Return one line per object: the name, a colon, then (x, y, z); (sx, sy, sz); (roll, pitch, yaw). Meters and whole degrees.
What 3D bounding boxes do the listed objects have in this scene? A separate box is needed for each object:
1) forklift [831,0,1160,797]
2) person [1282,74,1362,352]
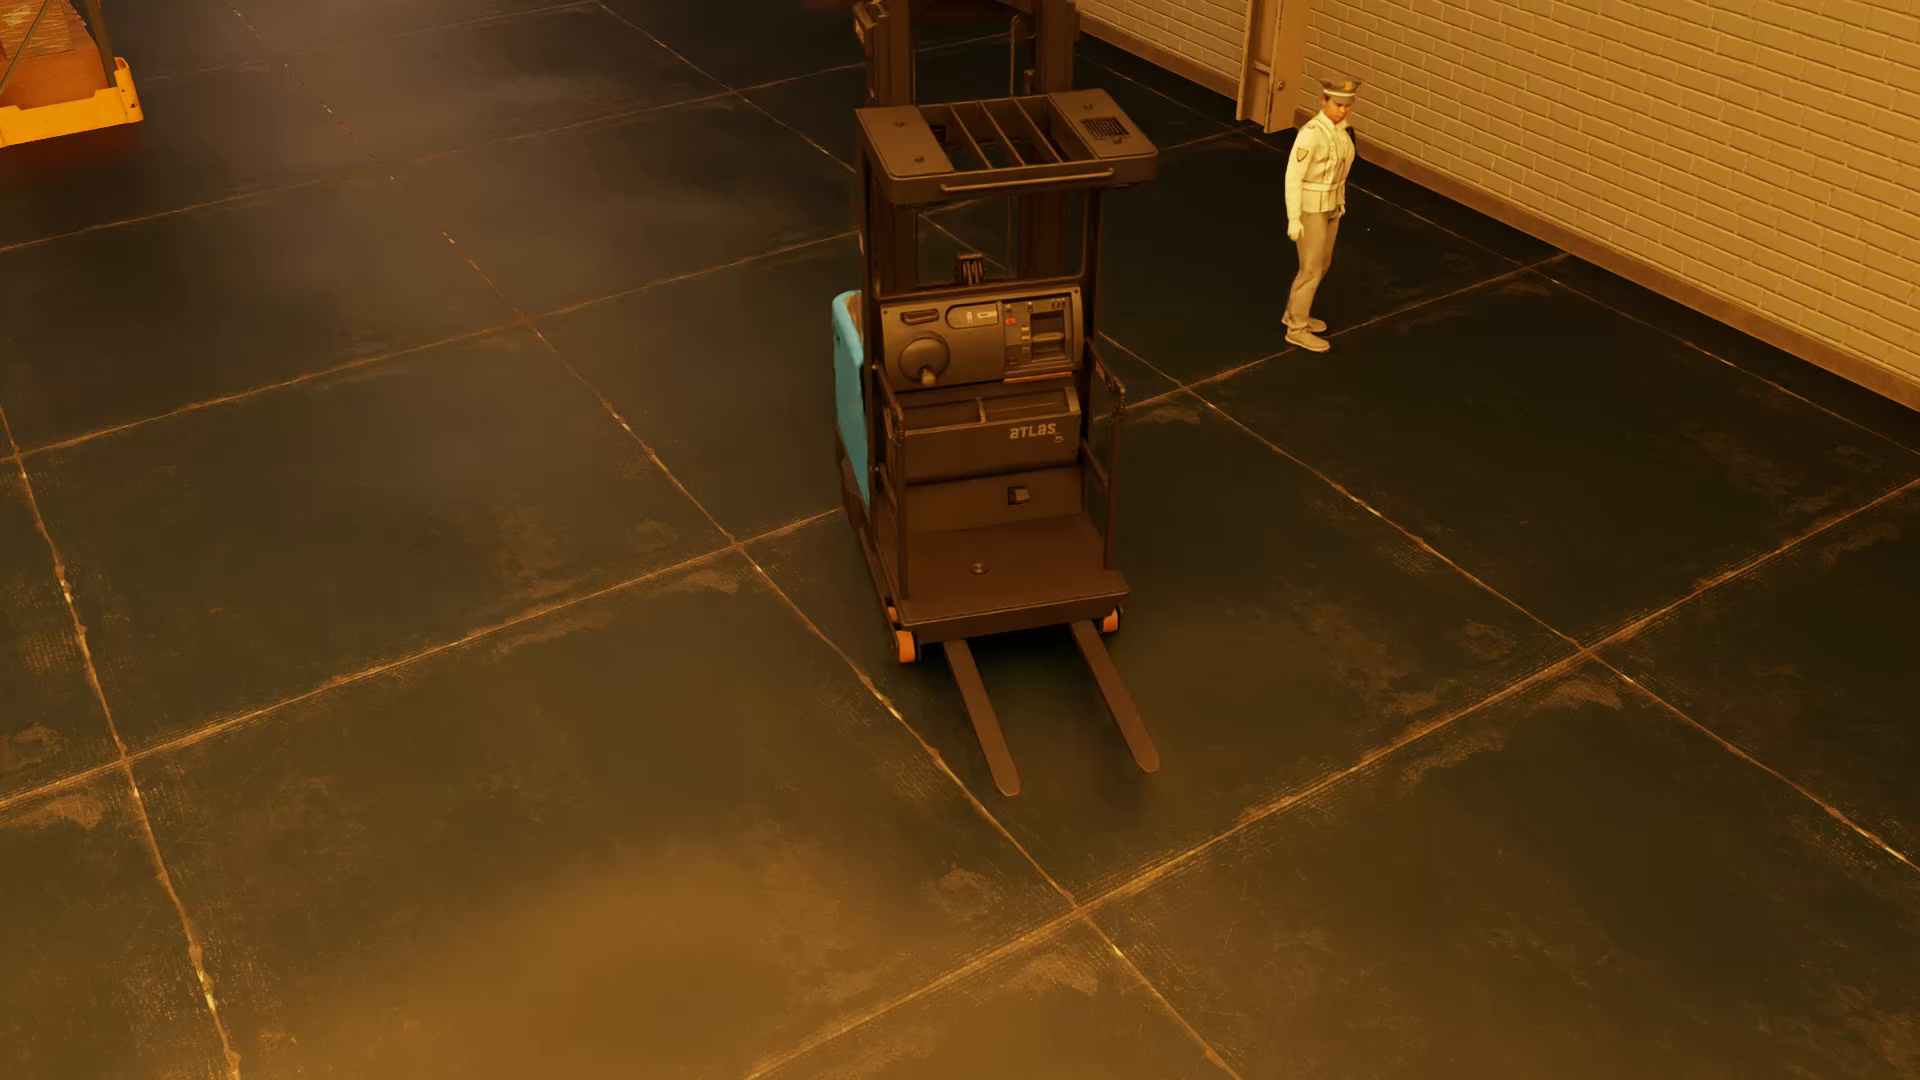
forklift: (0.157, -0.857, 7.367); (1.130, 2.935, 3.031); (-8, 36, -11)
person: (2.201, -1.987, 10.076); (0.412, 1.670, 0.630); (21, 40, 27)
